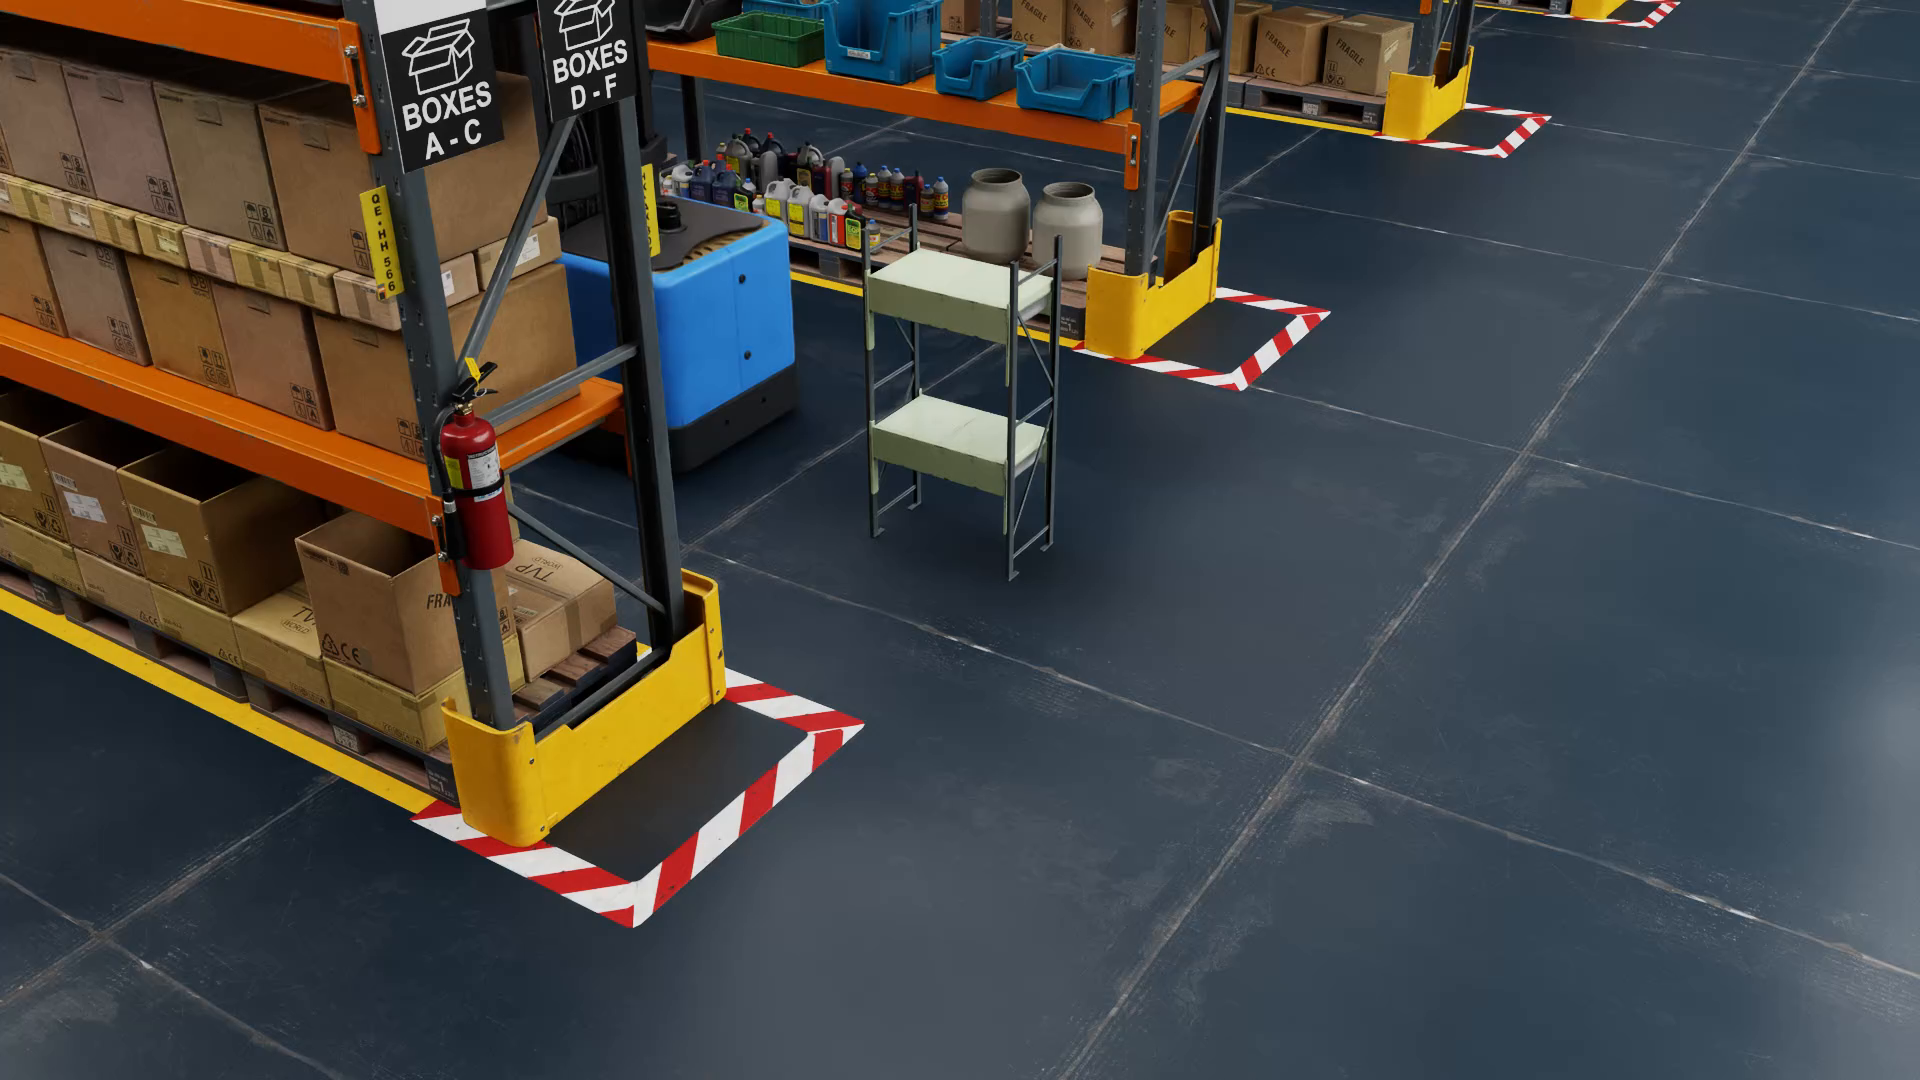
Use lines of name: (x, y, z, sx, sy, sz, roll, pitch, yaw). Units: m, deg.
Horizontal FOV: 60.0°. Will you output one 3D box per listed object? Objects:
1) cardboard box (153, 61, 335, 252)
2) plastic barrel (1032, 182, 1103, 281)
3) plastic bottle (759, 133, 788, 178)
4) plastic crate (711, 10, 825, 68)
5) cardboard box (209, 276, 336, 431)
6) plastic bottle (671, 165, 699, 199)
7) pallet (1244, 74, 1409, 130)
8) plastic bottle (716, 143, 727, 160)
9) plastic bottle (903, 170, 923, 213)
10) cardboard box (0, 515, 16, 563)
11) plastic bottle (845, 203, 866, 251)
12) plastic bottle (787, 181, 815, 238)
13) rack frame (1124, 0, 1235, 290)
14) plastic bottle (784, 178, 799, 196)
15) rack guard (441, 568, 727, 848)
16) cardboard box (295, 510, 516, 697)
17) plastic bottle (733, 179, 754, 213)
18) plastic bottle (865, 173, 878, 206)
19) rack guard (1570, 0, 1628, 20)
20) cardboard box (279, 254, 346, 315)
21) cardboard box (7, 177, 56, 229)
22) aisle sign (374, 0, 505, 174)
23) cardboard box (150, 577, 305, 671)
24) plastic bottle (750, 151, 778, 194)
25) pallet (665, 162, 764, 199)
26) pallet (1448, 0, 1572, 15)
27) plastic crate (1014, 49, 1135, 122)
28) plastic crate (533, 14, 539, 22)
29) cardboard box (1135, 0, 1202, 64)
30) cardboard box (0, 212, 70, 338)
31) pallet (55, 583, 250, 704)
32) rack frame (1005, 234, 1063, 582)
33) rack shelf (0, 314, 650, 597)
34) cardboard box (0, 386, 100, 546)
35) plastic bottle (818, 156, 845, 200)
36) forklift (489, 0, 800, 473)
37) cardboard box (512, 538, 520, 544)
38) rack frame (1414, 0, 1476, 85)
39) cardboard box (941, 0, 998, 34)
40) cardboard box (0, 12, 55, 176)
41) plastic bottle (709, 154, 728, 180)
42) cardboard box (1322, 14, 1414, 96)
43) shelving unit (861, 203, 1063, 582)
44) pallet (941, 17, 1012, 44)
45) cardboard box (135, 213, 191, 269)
cardboard box: (-2.274, -1.383, 5.757, 0.500, 0.500, 0.700, 17, 34, 26)
plastic barrel: (0.646, -1.860, 10.013, 0.421, 0.512, 0.421, 0, 30, 0)
plastic bottle: (-1.283, -2.626, 11.466, 0.185, 0.351, 0.144, 16, 34, 25)
plastic crate: (-1.144, -3.105, 10.306, 0.662, 0.188, 0.450, 18, 35, 27)
cardboard box: (-2.228, -0.808, 6.060, 0.500, 0.500, 0.700, 19, 35, 29)
plastic bottle: (-1.819, -2.347, 11.062, 0.135, 0.276, 0.152, 19, 35, 29)
pallet: (3.144, -3.772, 14.006, 1.213, 0.211, 1.003, 18, 35, 27)
plastic bottle: (-1.671, -2.698, 11.738, 0.097, 0.201, 0.097, 0, 30, 0)
plastic bottle: (-0.308, -2.313, 10.997, 0.133, 0.283, 0.061, 18, 35, 28)
cardboard box: (-4.128, -0.172, 7.379, 0.500, 0.250, 0.500, 18, 35, 27)
plastic bottle: (-0.653, -1.954, 10.382, 0.133, 0.283, 0.061, 18, 35, 29)
plastic bottle: (-1.003, -2.119, 10.597, 0.185, 0.351, 0.144, 19, 35, 29)
rack frame: (1.244, -2.609, 9.246, 0.127, 3.000, 1.000, 18, 35, 27)
plastic bottle: (-1.103, -2.206, 10.822, 0.135, 0.276, 0.152, 18, 35, 27)
rack guard: (-1.372, 0.590, 6.242, 0.348, 0.500, 1.175, 18, 35, 27)
cardboard box: (-2.005, 0.170, 6.050, 0.500, 0.500, 0.500, 18, 35, 27)
plastic bottle: (-1.403, -2.191, 10.789, 0.133, 0.283, 0.061, 19, 35, 29)
plastic bottle: (-0.585, -2.354, 11.149, 0.097, 0.201, 0.097, 0, 30, 0)
rack guard: (6.620, -5.727, 17.070, 0.348, 0.500, 1.175, 18, 35, 27)
cardboard box: (-2.040, -0.910, 5.590, 0.250, 0.149, 0.380, 18, 35, 29)
cardboard box: (-3.342, -1.323, 6.298, 0.250, 0.149, 0.380, 17, 34, 27)
aisle sign: (-1.493, -1.476, 4.723, 0.004, 0.787, 0.394, 18, 35, 27)
cardboard box: (-2.858, 0.231, 6.690, 0.500, 0.250, 0.500, 18, 35, 27)
plastic bottle: (-1.340, -2.523, 11.365, 0.135, 0.276, 0.152, 18, 35, 27)
pallet: (-1.597, -2.278, 11.446, 1.213, 0.211, 1.003, 18, 35, 27)
pallet: (5.881, -5.789, 17.464, 1.213, 0.211, 1.003, 18, 35, 27)
plastic crate: (0.661, -2.551, 9.294, 0.616, 0.251, 0.499, 18, 35, 27)
plastic crate: (-2.717, -3.707, 11.065, 0.583, 0.464, 0.402, 18, 35, 27)
cardboard box: (1.864, -4.489, 14.532, 0.500, 0.500, 0.500, 14, 33, 23)
cardboard box: (-3.528, -1.220, 6.765, 0.500, 0.500, 0.700, 18, 35, 28)
pallet: (-3.092, 0.194, 7.208, 1.213, 0.211, 1.003, 18, 35, 27)
rack frame: (0.316, -0.548, 7.201, 0.023, 1.500, 0.400, 18, 35, 27)
rack shelf: (-3.086, -0.721, 6.723, 4.000, 0.370, 1.077, 18, 35, 27)
cardboard box: (-3.707, -0.360, 6.957, 0.500, 0.500, 0.500, 18, 35, 27)
plastic bottle: (-0.873, -2.462, 11.259, 0.135, 0.276, 0.152, 18, 35, 28)
forklift: (-2.373, -2.142, 8.513, 3.031, 2.935, 1.130, 18, 35, 27)
cardboard box: (-2.154, 0.139, 6.846, 0.500, 0.250, 0.500, 18, 35, 27)
rack frame: (3.877, -4.723, 12.869, 0.127, 3.000, 1.000, 18, 35, 27)
cardboard box: (-0.019, -5.079, 15.523, 0.500, 0.500, 0.700, 15, 33, 24)
cardboard box: (-3.549, -1.786, 6.447, 0.500, 0.500, 0.700, 18, 35, 27)
plastic bottle: (-1.604, -2.395, 11.070, 0.185, 0.351, 0.144, 18, 35, 27)
cardboard box: (3.357, -3.999, 13.692, 0.500, 0.500, 0.500, 25, 39, 36)
shelving unit: (0.006, -0.646, 7.369, 0.755, 1.500, 0.431, 18, 35, 27)
pallet: (-0.171, -4.798, 15.765, 1.213, 0.211, 1.003, 18, 35, 27)
cardboard box: (-2.691, -1.117, 5.945, 0.250, 0.149, 0.380, 19, 35, 29)
